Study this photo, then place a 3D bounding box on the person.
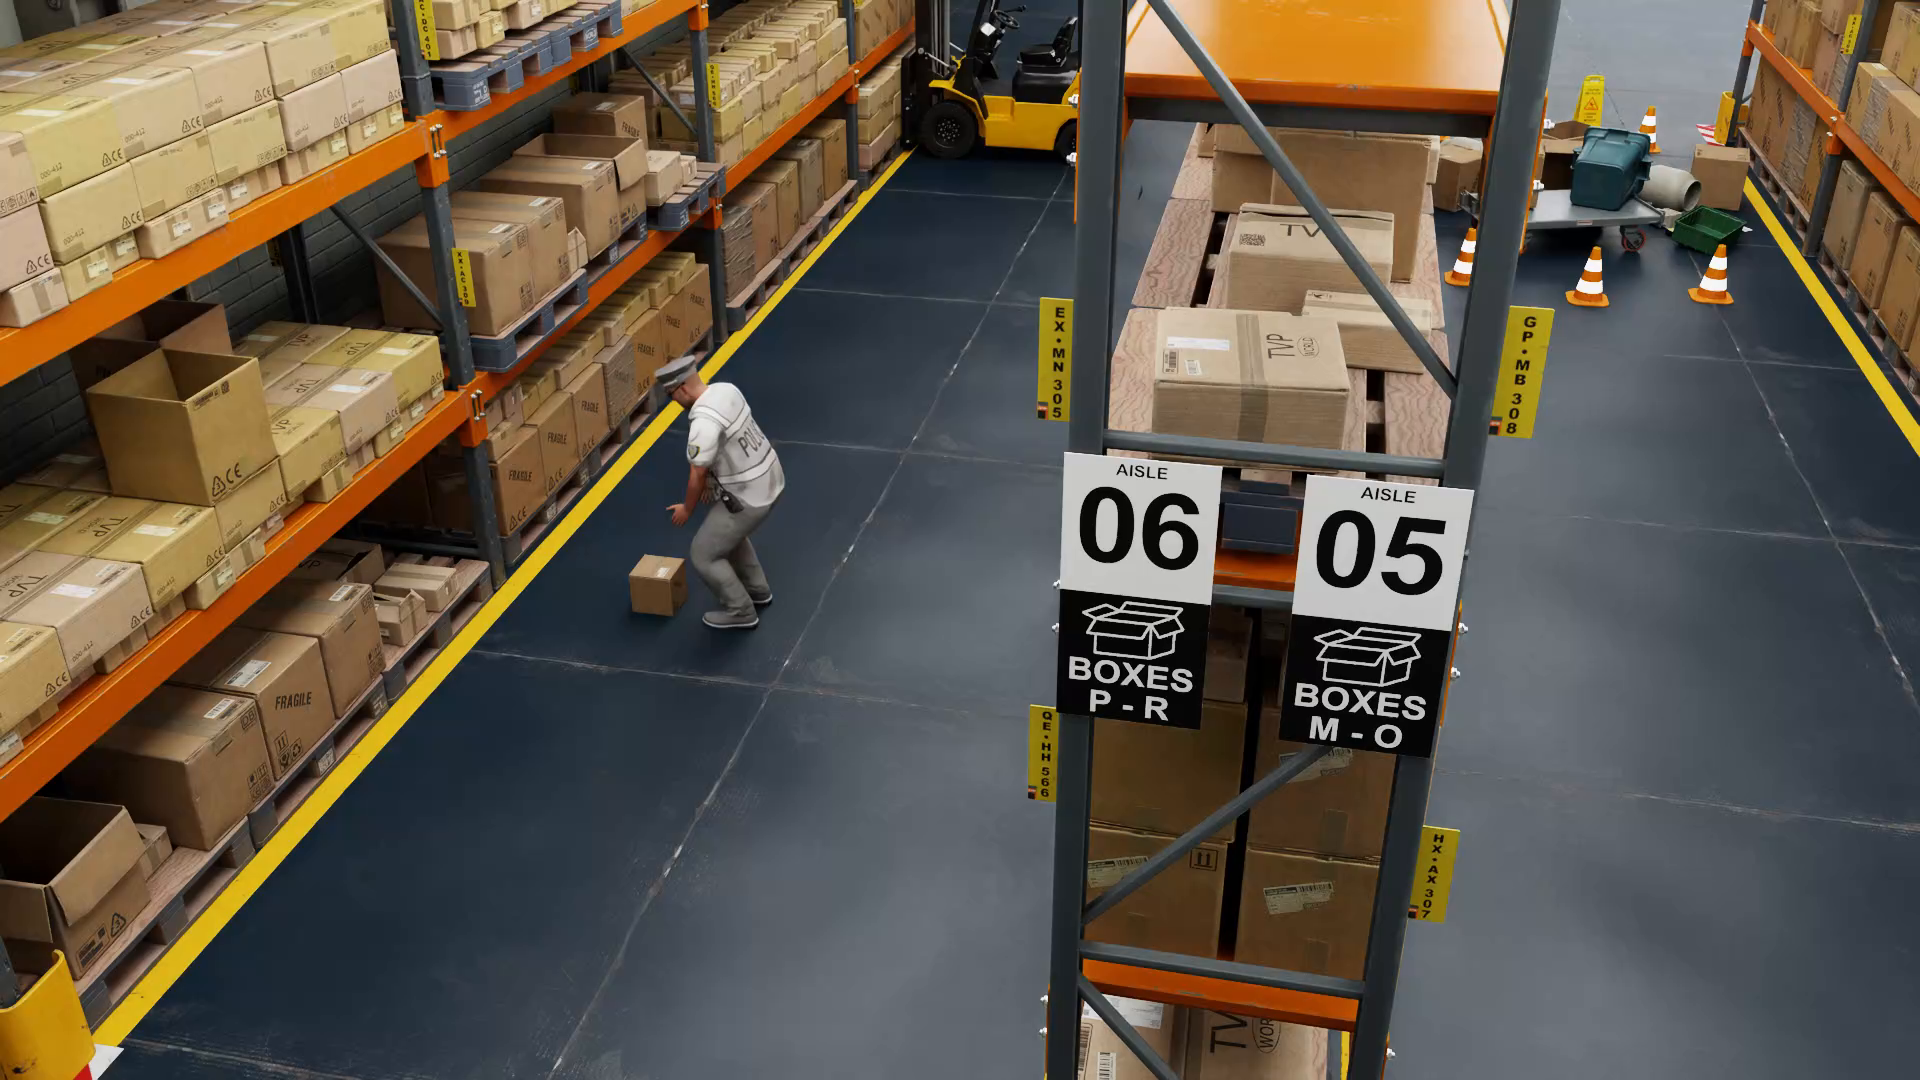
[{"bbox_3d":[-1.326,-0.260,9.269,0.657,1.594,0.581,6,29,11],"label":"person"}]
